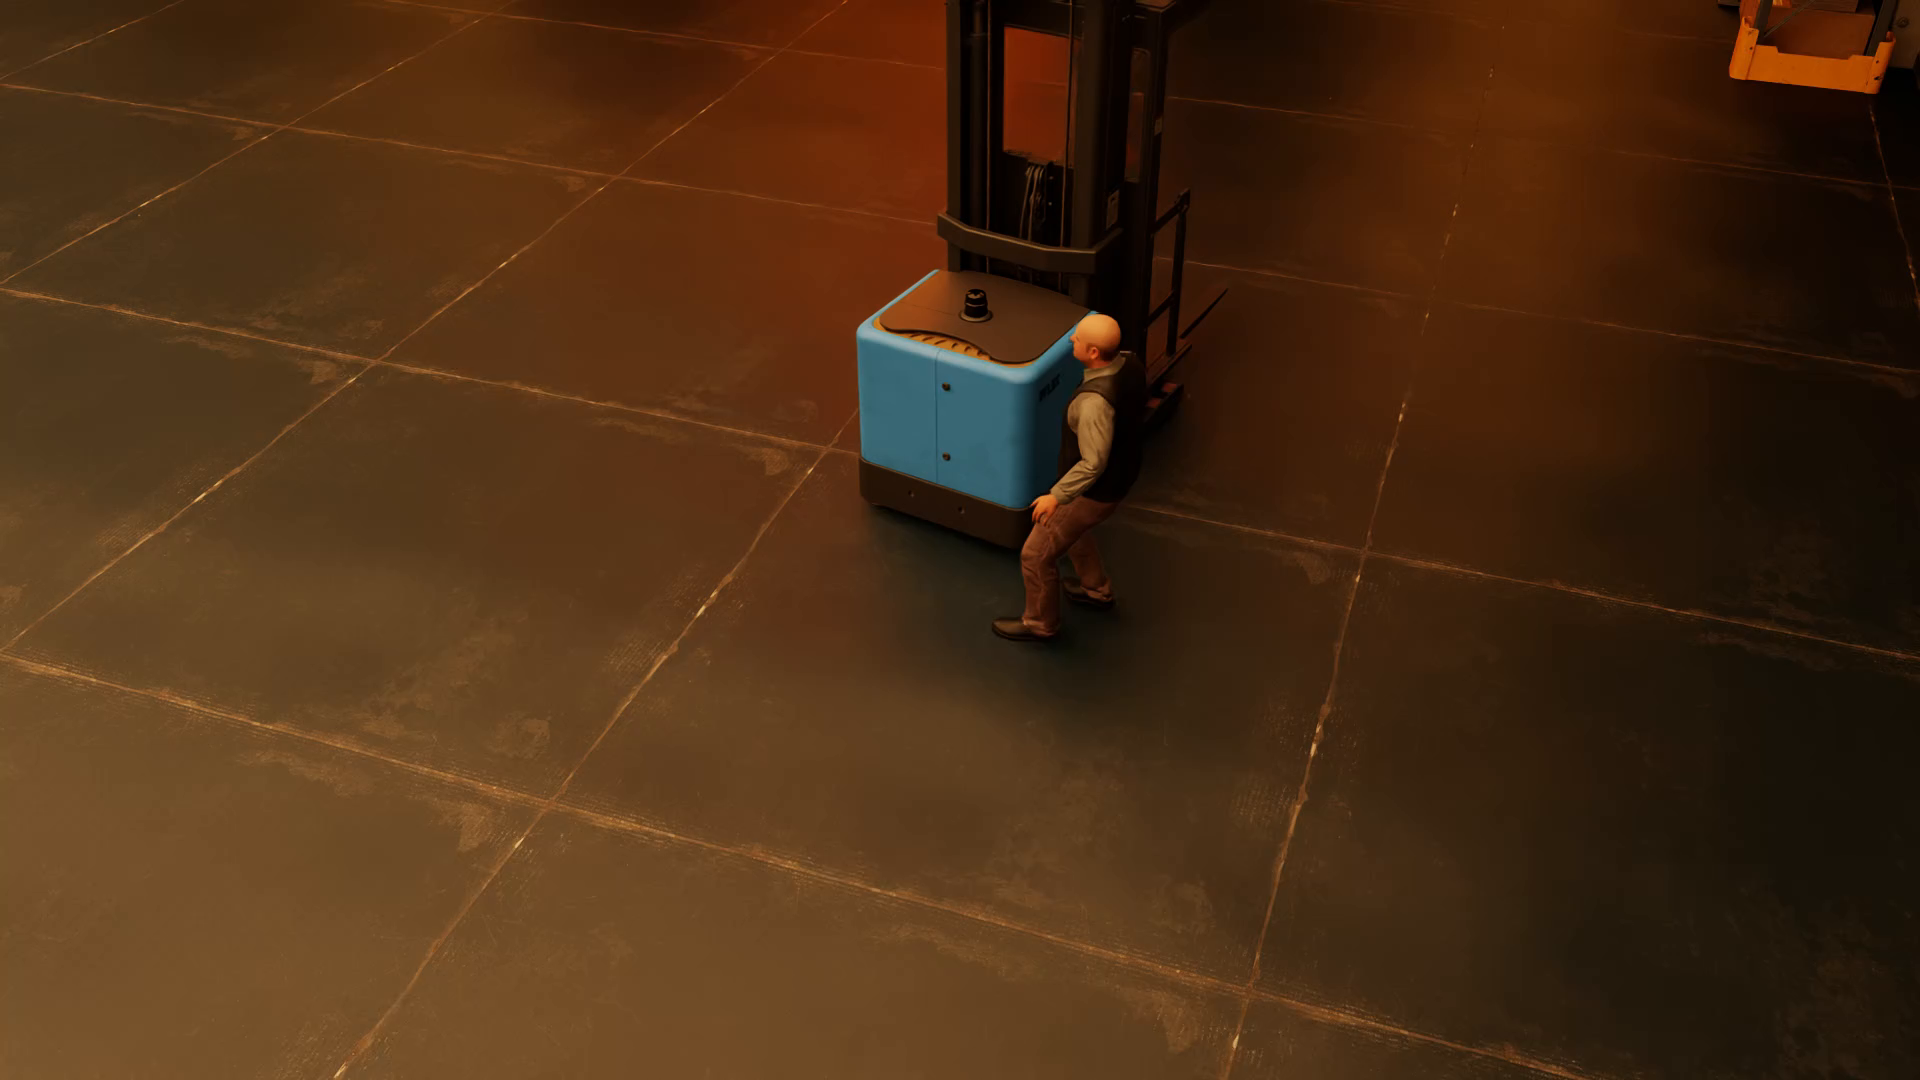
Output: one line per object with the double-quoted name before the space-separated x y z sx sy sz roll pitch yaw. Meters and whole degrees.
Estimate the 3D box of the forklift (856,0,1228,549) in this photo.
"forklift" 0.646 -1.976 8.898 1.130 2.935 3.031 19 39 24

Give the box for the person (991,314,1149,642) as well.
"person" 0.526 -0.302 7.654 0.579 1.682 0.873 15 38 20
